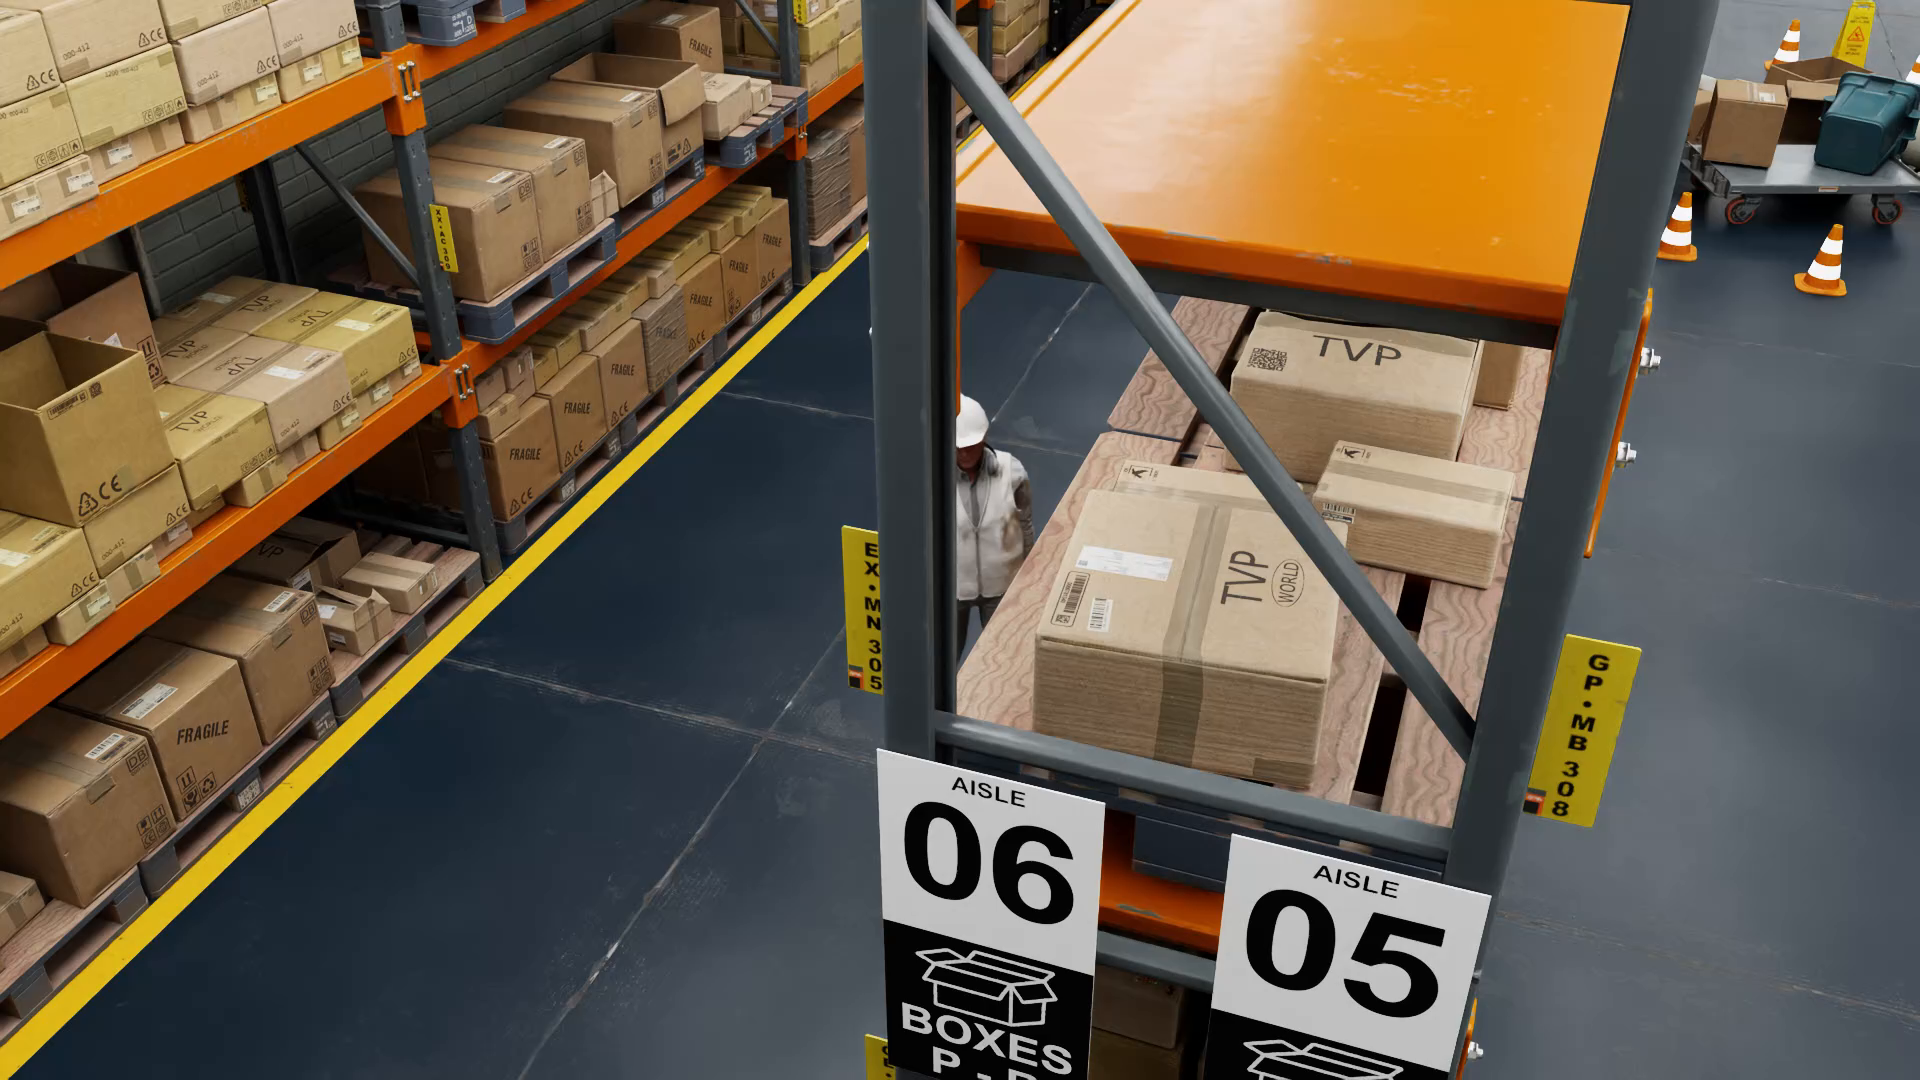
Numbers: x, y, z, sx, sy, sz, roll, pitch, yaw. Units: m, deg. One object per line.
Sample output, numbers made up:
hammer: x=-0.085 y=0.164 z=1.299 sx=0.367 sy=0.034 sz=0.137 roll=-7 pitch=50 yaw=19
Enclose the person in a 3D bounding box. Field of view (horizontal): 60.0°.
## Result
person: x=0.067 y=0.183 z=7.256 sx=0.554 sy=1.772 sz=0.589 roll=-4 pitch=33 yaw=-6
